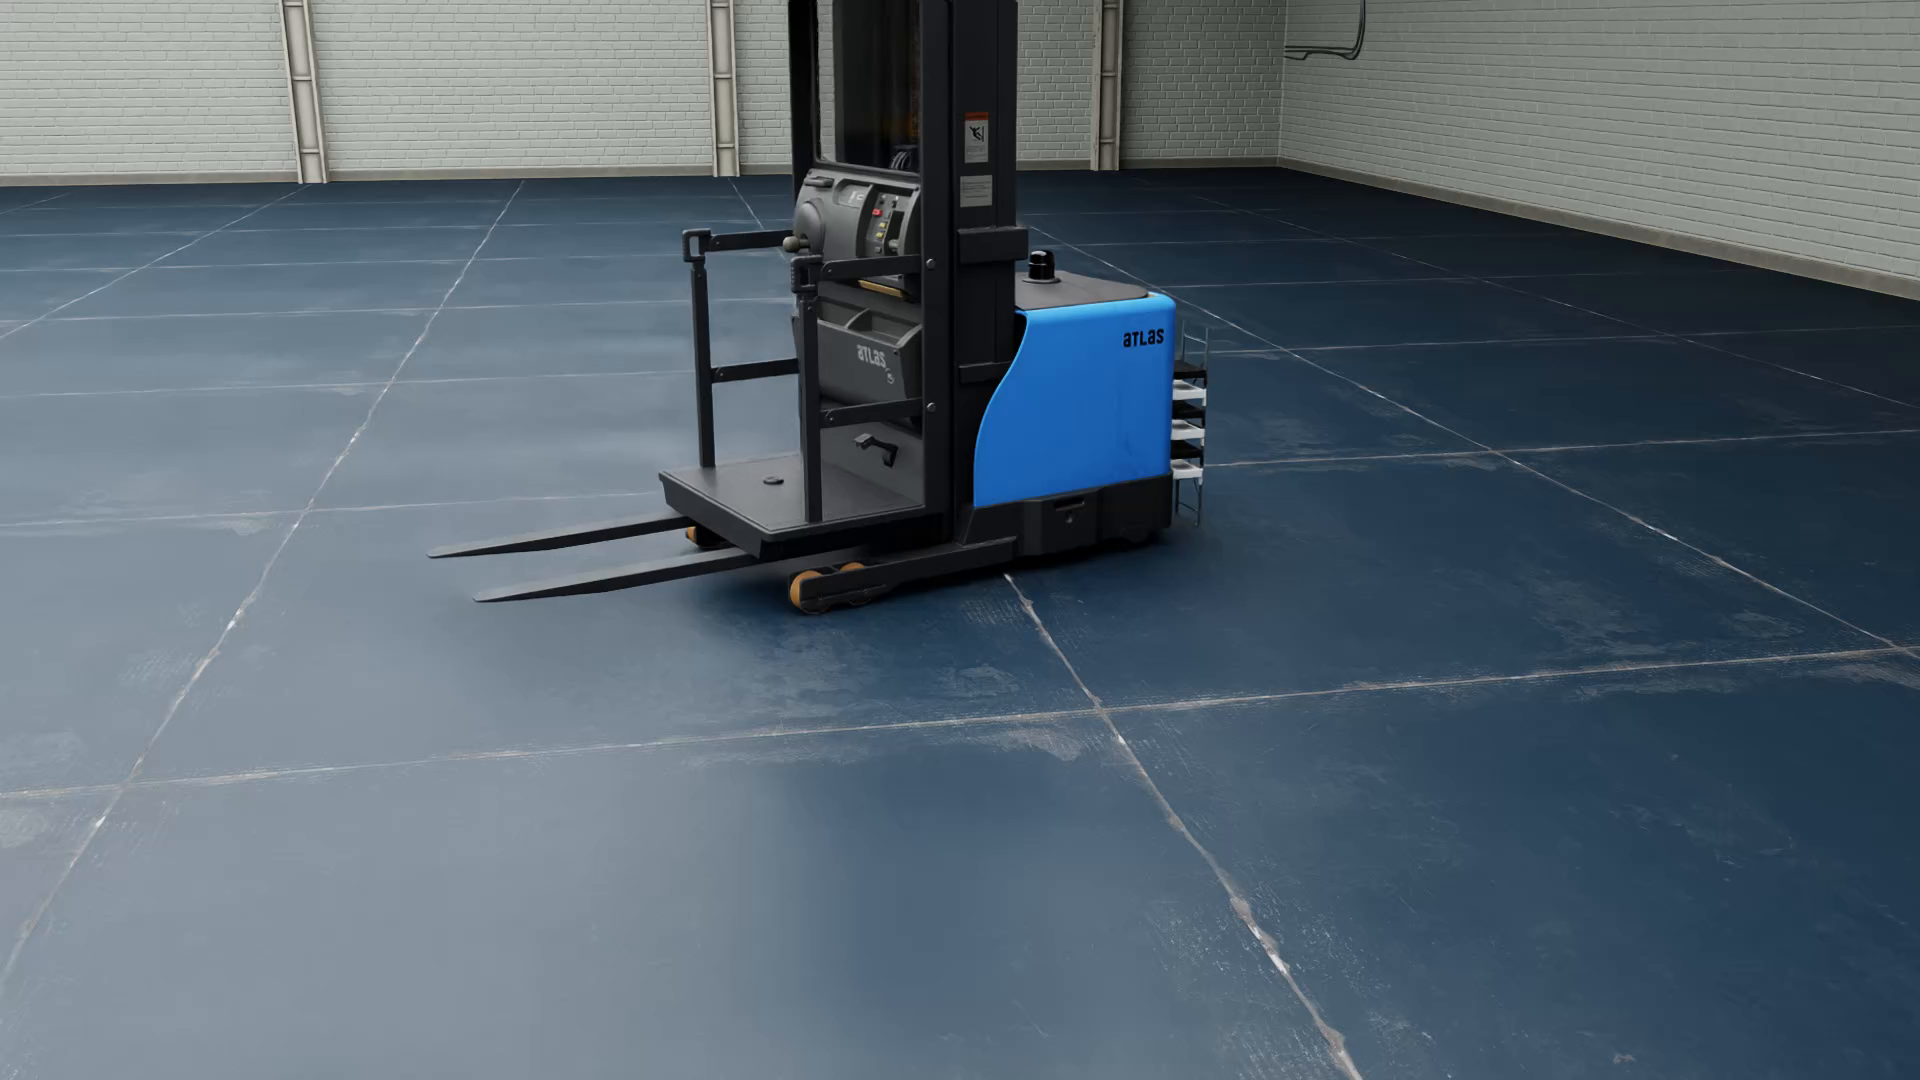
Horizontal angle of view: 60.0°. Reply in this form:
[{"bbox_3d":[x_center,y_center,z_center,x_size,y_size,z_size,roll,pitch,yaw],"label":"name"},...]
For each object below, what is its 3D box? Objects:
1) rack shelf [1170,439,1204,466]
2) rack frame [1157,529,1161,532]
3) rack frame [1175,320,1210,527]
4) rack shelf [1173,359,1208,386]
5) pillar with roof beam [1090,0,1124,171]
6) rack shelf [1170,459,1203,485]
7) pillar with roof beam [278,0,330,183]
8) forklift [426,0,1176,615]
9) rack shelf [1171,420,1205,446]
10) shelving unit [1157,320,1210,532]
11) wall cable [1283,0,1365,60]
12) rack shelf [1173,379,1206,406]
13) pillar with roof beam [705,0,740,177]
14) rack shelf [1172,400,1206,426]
[{"bbox_3d":[0.946,-0.393,7.477,0.200,0.077,0.258,-6,18,-20],"label":"rack shelf"},{"bbox_3d":[0.851,-0.500,7.407,0.006,0.900,0.240,-6,18,-20],"label":"rack frame"},{"bbox_3d":[1.041,-0.521,7.475,0.006,0.900,0.240,-6,18,-20],"label":"rack frame"},{"bbox_3d":[0.946,-0.737,7.371,0.200,0.077,0.258,-6,18,-20],"label":"rack shelf"},{"bbox_3d":[3.126,-8.980,21.222,0.400,9.000,9.100,-3,17,-10],"label":"pillar with roof beam"},{"bbox_3d":[0.946,-0.307,7.504,0.200,0.077,0.258,-6,18,-20],"label":"rack shelf"},{"bbox_3d":[-8.656,-8.312,19.046,0.400,9.000,9.100,-3,17,-10],"label":"pillar with roof beam"},{"bbox_3d":[-0.594,-1.291,6.522,3.031,2.935,1.130,-10,20,-31],"label":"forklift"},{"bbox_3d":[0.946,-0.479,7.451,0.200,0.077,0.258,-6,18,-20],"label":"rack shelf"},{"bbox_3d":[0.946,-0.510,7.441,0.210,0.900,0.258,-6,18,-20],"label":"shelving unit"},{"bbox_3d":[5.452,-8.520,25.012,0.112,2.526,3.097,-3,17,-10],"label":"wall cable"},{"bbox_3d":[0.946,-0.651,7.398,0.200,0.077,0.258,-6,18,-20],"label":"rack shelf"},{"bbox_3d":[-2.765,-8.646,20.134,0.400,9.000,9.100,-3,17,-10],"label":"pillar with roof beam"},{"bbox_3d":[0.946,-0.565,7.424,0.200,0.077,0.258,-6,18,-20],"label":"rack shelf"}]
